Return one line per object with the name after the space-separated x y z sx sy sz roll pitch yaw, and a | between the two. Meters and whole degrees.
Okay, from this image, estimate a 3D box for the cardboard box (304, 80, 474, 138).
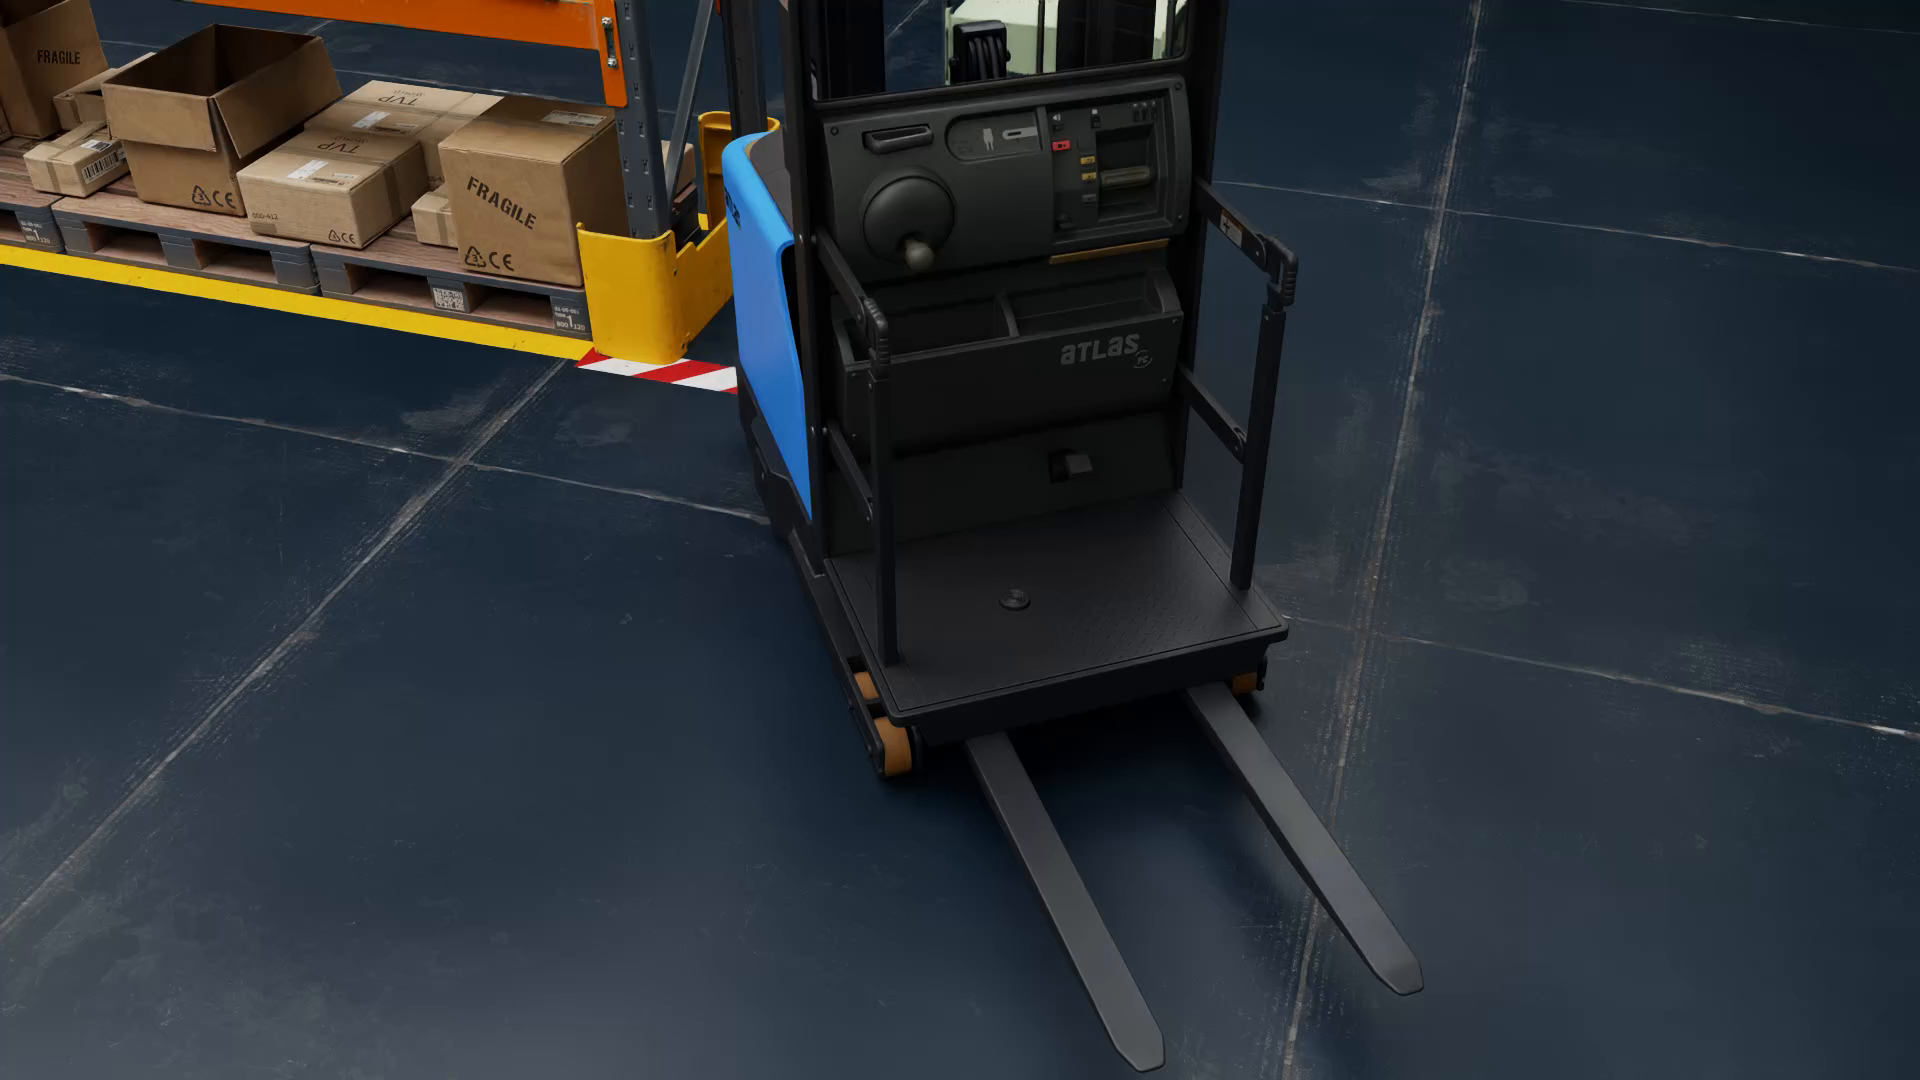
-2.363 -1.692 6.967 0.500 0.250 0.500 10 38 14 | cardboard box

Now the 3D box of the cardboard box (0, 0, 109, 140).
-4.163 -2.127 7.346 0.500 0.500 0.500 10 38 14 | cardboard box

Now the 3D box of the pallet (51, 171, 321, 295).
-2.968 -1.437 7.024 1.213 0.211 1.003 10 38 14 | pallet

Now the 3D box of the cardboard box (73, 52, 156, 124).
-3.447 -1.918 7.222 0.500 0.311 0.500 10 38 14 | cardboard box

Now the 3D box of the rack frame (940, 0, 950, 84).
0.008 -1.360 5.833 0.023 1.500 0.400 11 38 14 | rack frame

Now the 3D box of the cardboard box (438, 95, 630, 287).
-1.566 -1.317 6.246 0.500 0.500 0.500 10 38 14 | cardboard box

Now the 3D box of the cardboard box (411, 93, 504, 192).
-1.885 -1.604 6.847 0.500 0.250 0.500 10 38 14 | cardboard box

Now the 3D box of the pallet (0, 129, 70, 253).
-4.136 -1.651 7.316 1.213 0.211 1.003 10 38 14 | pallet

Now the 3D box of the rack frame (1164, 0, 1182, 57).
0.705 -1.229 5.655 0.023 1.500 0.400 11 38 14 | rack frame

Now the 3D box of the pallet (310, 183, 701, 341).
-1.807 -1.220 6.730 1.213 0.211 1.003 10 38 14 | pallet

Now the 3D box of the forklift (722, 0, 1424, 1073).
0.200 -0.827 3.901 1.130 2.935 3.031 -11 38 -15 | forklift

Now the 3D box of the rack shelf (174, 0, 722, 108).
-2.883 -2.253 6.388 4.000 0.370 1.077 10 38 14 | rack shelf

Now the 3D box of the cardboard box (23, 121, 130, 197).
-3.627 -1.589 6.897 0.250 0.166 0.380 10 38 14 | cardboard box

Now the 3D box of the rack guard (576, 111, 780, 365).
-1.046 -1.196 6.453 0.348 0.500 1.175 10 38 14 | rack guard

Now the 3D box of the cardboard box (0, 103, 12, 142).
-4.455 -1.794 7.054 0.500 0.311 0.500 10 38 14 | cardboard box

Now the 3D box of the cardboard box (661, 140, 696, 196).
-1.271 -1.487 6.773 0.250 0.149 0.380 10 38 14 | cardboard box

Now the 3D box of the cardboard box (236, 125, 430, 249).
-2.464 -1.401 6.571 0.500 0.250 0.500 10 38 14 | cardboard box

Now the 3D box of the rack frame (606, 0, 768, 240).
-0.974 -2.189 5.694 0.127 3.000 1.000 10 38 14 | rack frame

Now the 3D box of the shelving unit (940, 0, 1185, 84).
0.356 -1.295 5.744 0.755 1.500 0.431 11 38 14 | shelving unit

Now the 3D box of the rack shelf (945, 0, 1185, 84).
0.356 -1.609 5.512 0.720 0.370 0.431 11 38 14 | rack shelf

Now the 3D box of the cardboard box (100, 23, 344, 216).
-2.997 -1.739 6.817 0.637 0.503 0.797 10 38 14 | cardboard box

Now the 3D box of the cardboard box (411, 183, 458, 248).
-1.926 -1.305 6.511 0.250 0.166 0.380 10 38 14 | cardboard box

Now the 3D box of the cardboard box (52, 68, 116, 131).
-3.787 -1.953 7.407 0.250 0.149 0.380 10 38 14 | cardboard box
